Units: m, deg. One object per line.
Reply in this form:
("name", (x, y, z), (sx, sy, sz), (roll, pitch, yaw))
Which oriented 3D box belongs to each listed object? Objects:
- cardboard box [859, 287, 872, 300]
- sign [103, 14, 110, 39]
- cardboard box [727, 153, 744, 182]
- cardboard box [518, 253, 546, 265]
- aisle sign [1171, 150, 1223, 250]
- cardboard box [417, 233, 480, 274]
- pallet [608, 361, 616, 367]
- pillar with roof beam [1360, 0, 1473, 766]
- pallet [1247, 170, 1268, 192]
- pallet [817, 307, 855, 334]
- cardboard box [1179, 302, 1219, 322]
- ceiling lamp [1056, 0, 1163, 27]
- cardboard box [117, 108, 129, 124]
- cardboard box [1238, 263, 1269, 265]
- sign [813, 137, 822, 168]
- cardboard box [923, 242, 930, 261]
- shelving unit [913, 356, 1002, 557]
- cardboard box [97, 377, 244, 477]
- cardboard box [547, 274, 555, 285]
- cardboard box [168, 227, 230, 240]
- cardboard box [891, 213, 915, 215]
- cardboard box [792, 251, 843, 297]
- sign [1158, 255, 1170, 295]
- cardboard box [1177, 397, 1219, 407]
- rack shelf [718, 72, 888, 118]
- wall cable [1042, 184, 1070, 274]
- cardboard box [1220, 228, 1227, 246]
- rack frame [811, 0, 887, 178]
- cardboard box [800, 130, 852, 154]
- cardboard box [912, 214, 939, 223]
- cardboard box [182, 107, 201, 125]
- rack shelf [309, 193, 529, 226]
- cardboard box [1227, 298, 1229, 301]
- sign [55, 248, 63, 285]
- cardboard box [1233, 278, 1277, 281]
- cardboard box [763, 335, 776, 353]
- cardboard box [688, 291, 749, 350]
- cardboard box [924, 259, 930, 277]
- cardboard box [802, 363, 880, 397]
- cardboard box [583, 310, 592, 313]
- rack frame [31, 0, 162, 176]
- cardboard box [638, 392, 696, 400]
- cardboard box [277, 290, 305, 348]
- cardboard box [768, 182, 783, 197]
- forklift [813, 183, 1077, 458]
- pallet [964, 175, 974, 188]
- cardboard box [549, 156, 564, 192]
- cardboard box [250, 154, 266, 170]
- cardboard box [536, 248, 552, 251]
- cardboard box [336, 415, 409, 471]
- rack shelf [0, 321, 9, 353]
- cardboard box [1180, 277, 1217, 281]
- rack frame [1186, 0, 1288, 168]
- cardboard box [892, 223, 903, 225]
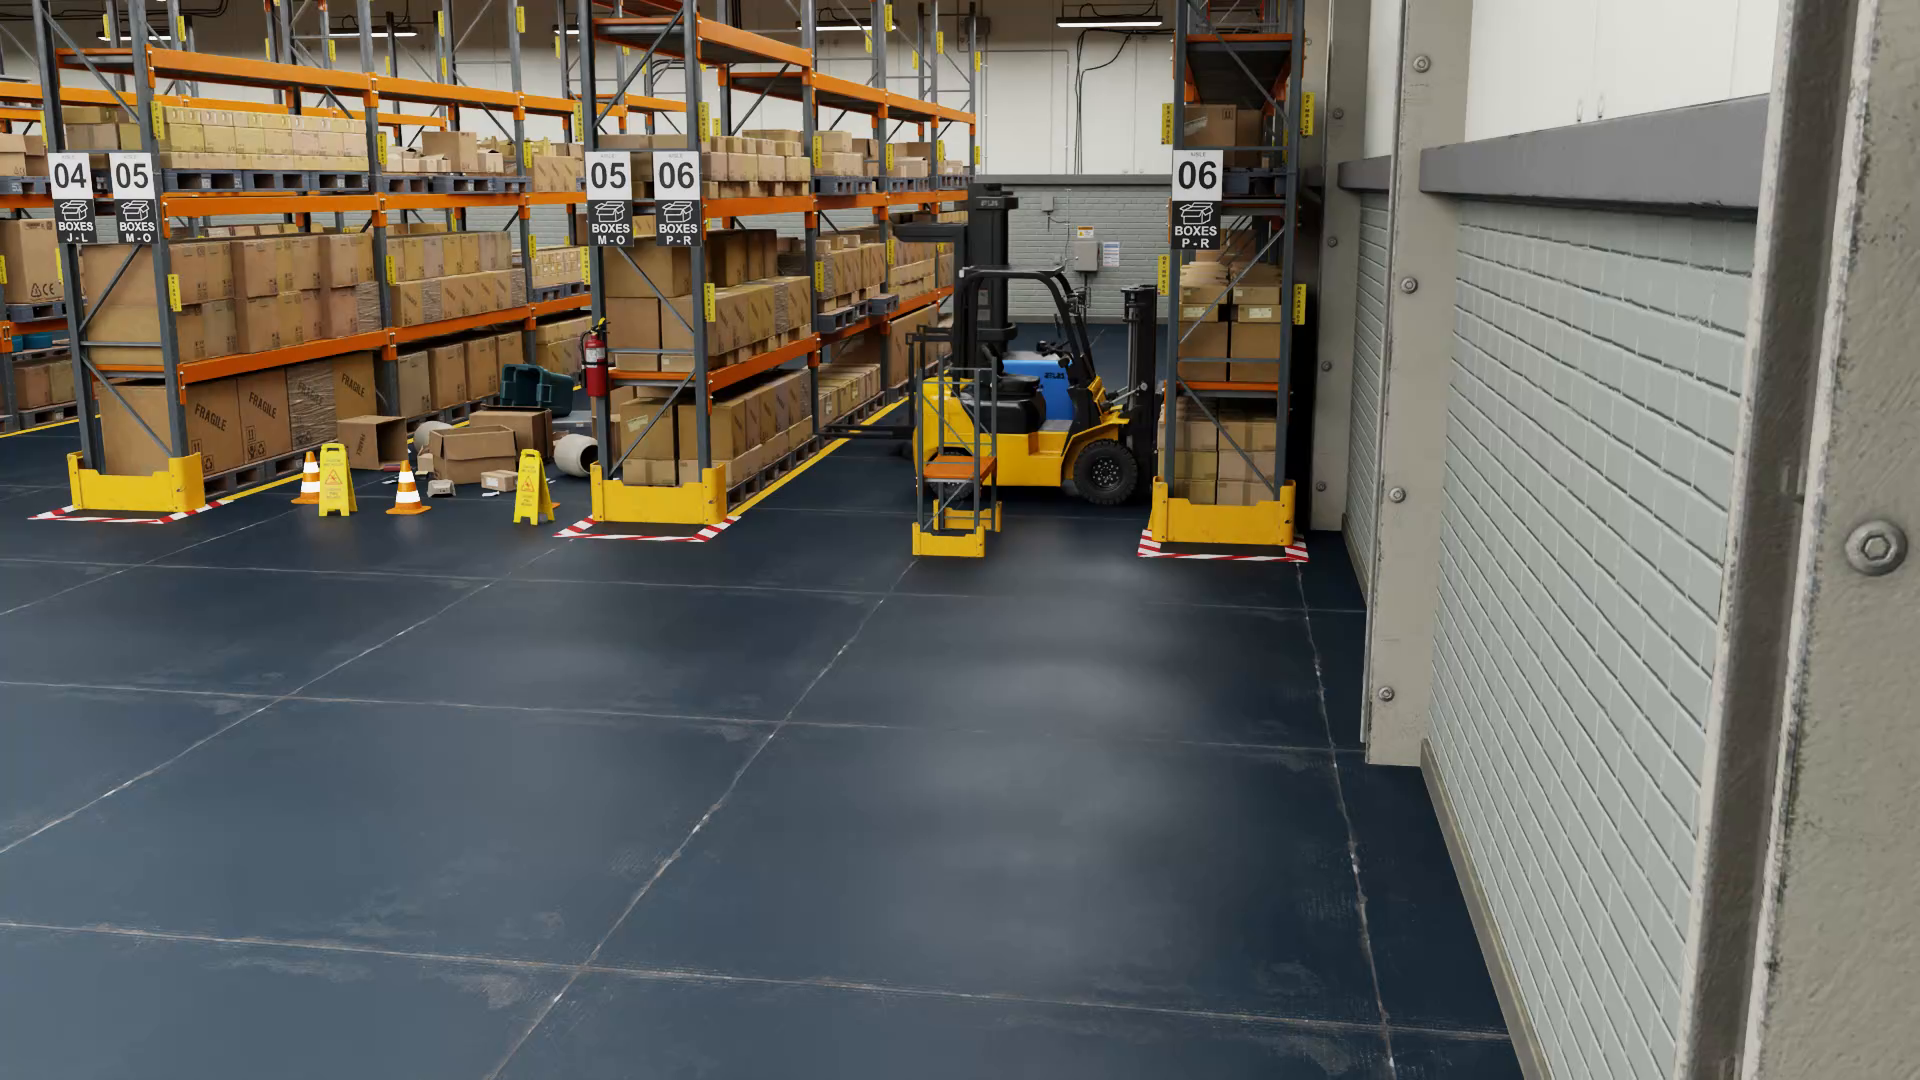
("cardboard box", (-1.319, -3.087, 20.799), (0.380, 0.149, 0.250), (2, 12, 10))
("sign", (-11.803, -7.108, 23.021), (0.100, 0.325, 0.005), (2, 12, 9))
("cardboard box", (-2.265, -3.376, 15.070), (0.500, 0.250, 0.500), (2, 12, 8))
("cardboard box", (-6.067, -3.961, 23.442), (0.380, 0.149, 0.250), (2, 12, 7))
("aisle sign", (1.913, -2.744, 13.435), (0.394, 0.787, 0.004), (2, 12, 9))
("cardboard box", (-6.601, -3.674, 21.312), (0.700, 0.500, 0.500), (2, 12, 8))
("pallet", (-5.872, -2.749, 26.250), (1.003, 0.211, 1.213), (2, 12, 9))
("pillar with roof beam", (-1.966, -3.416, 8.485), (9.100, 9.000, 0.400), (2, 12, 9))
("pallet", (2.722, -3.555, 16.457), (1.003, 0.211, 1.213), (2, 12, 9))
("pallet", (-1.816, -2.531, 19.071), (1.003, 0.211, 1.213), (2, 12, 9))
("cardboard box", (1.989, -1.925, 14.026), (0.380, 0.149, 0.250), (2, 12, 9))
("ceiling lamp", (2.785, -11.227, 30.875), (2.000, 3.185, 0.800), (2, 12, 9))
("cardboard box", (-7.843, -3.897, 15.306), (0.380, 0.149, 0.250), (2, 12, 9))
("cardboard box", (3.663, -3.376, 20.763), (0.380, 0.149, 0.250), (2, 12, 10))
("sign", (-1.540, -4.173, 17.890), (0.100, 0.325, 0.005), (2, 12, 9))
("cardboard box", (-0.740, -4.464, 24.976), (0.500, 0.500, 0.500), (2, 12, 10))
("shelving unit", (-0.012, -0.717, 13.762), (0.587, 1.500, 1.083), (2, 12, 9))
("cardboard box", (-7.560, -1.087, 15.962), (0.875, 0.875, 0.875), (2, 12, 9))
("cardboard box", (-6.018, -3.723, 23.749), (0.380, 0.149, 0.250), (3, 12, 11))
("cardboard box", (-11.126, -4.315, 24.276), (0.797, 0.503, 0.637), (2, 12, 11))
("cardboard box", (-0.918, -5.167, 26.701), (0.380, 0.149, 0.250), (2, 12, 9))
("cardboard box", (-1.645, -3.062, 19.142), (0.500, 0.500, 0.500), (2, 12, 9))
("sign", (1.679, -2.180, 13.676), (0.100, 0.325, 0.005), (2, 12, 9))
("cardboard box", (2.201, -1.250, 15.831), (0.500, 0.250, 0.500), (2, 12, 8))
("rack shelf", (-1.770, -5.272, 19.752), (1.077, 0.370, 4.000), (2, 12, 9))
("wall cable", (2.016, -6.596, 35.067), (0.588, 1.984, 0.122), (2, 12, 9))
("cardboard box", (4.107, -4.849, 27.242), (0.500, 0.500, 0.500), (2, 12, 10))
("rack frame", (-1.462, -6.235, 21.566), (1.000, 3.000, 0.127), (2, 12, 9))
("cardboard box", (-1.525, -4.525, 18.925), (0.500, 0.250, 0.500), (2, 12, 7))
("cardboard box", (-0.542, -5.047, 26.144), (0.380, 0.149, 0.250), (2, 12, 8))
("cardboard box", (-7.194, -3.875, 15.206), (0.380, 0.149, 0.250), (2, 12, 9))
("rack shelf", (-6.676, -4.140, 20.673), (1.077, 0.370, 4.000), (2, 12, 9))
("cardboard box", (2.438, -2.166, 16.686), (0.500, 0.500, 0.500), (2, 12, 10))
("sign", (-8.133, -2.479, 15.066), (0.100, 0.325, 0.005), (2, 12, 9))
("cardboard box", (2.644, -2.267, 14.910), (0.380, 0.149, 0.250), (2, 12, 10))
("cardboard box", (-2.051, -1.952, 16.526), (0.380, 0.149, 0.250), (2, 12, 9))
("cardboard box", (-2.269, -2.029, 15.346), (0.500, 0.500, 0.500), (2, 12, 10))
("cardboard box", (-0.744, -4.102, 25.079), (0.500, 0.250, 0.500), (2, 12, 10))
("cardboard box", (-1.559, -2.106, 21.887), (0.950, 0.372, 0.625), (1, 12, 5))
("cardboard box", (-5.618, -3.461, 26.091), (0.500, 0.250, 0.500), (2, 12, 7))
("rack frame", (-7.599, -4.709, 14.485), (1.000, 3.000, 0.127), (2, 12, 9))
("cardboard box", (-2.750, -1.149, 15.955), (0.500, 0.500, 0.500), (2, 12, 11))
("cardboard box", (-7.273, -2.268, 17.042), (0.875, 0.550, 0.500), (2, 12, 9))
("cardboard box", (-1.997, -3.524, 16.702), (0.380, 0.149, 0.250), (2, 12, 10))
("forklift", (-0.211, -2.428, 18.301), (3.031, 2.935, 1.130), (1, 12, 5))
("pallet", (-0.335, -6.236, 28.901), (1.003, 0.211, 1.213), (2, 12, 9))
("cardboard box", (-5.948, -5.172, 23.514), (0.500, 0.500, 0.500), (2, 12, 9))
("cardboard box", (-7.035, -3.698, 16.275), (0.380, 0.149, 0.250), (2, 12, 8))
("cardboard box", (-6.427, -4.364, 25.311), (0.380, 0.149, 0.250), (2, 12, 8))
("cardboard box", (-6.209, -1.032, 17.591), (0.500, 0.500, 0.500), (4, 13, 18))
("rack shelf", (-12.177, -2.023, 17.968), (1.077, 0.370, 4.000), (2, 12, 9))
("cardboard box", (2.123, -2.285, 14.993), (0.380, 0.149, 0.250), (2, 12, 10))
("rack frame", (2.828, -5.243, 16.960), (1.000, 3.000, 0.127), (2, 12, 9))
("cardboard box", (-1.047, -4.780, 26.443), (0.500, 0.500, 0.500), (2, 12, 8))
